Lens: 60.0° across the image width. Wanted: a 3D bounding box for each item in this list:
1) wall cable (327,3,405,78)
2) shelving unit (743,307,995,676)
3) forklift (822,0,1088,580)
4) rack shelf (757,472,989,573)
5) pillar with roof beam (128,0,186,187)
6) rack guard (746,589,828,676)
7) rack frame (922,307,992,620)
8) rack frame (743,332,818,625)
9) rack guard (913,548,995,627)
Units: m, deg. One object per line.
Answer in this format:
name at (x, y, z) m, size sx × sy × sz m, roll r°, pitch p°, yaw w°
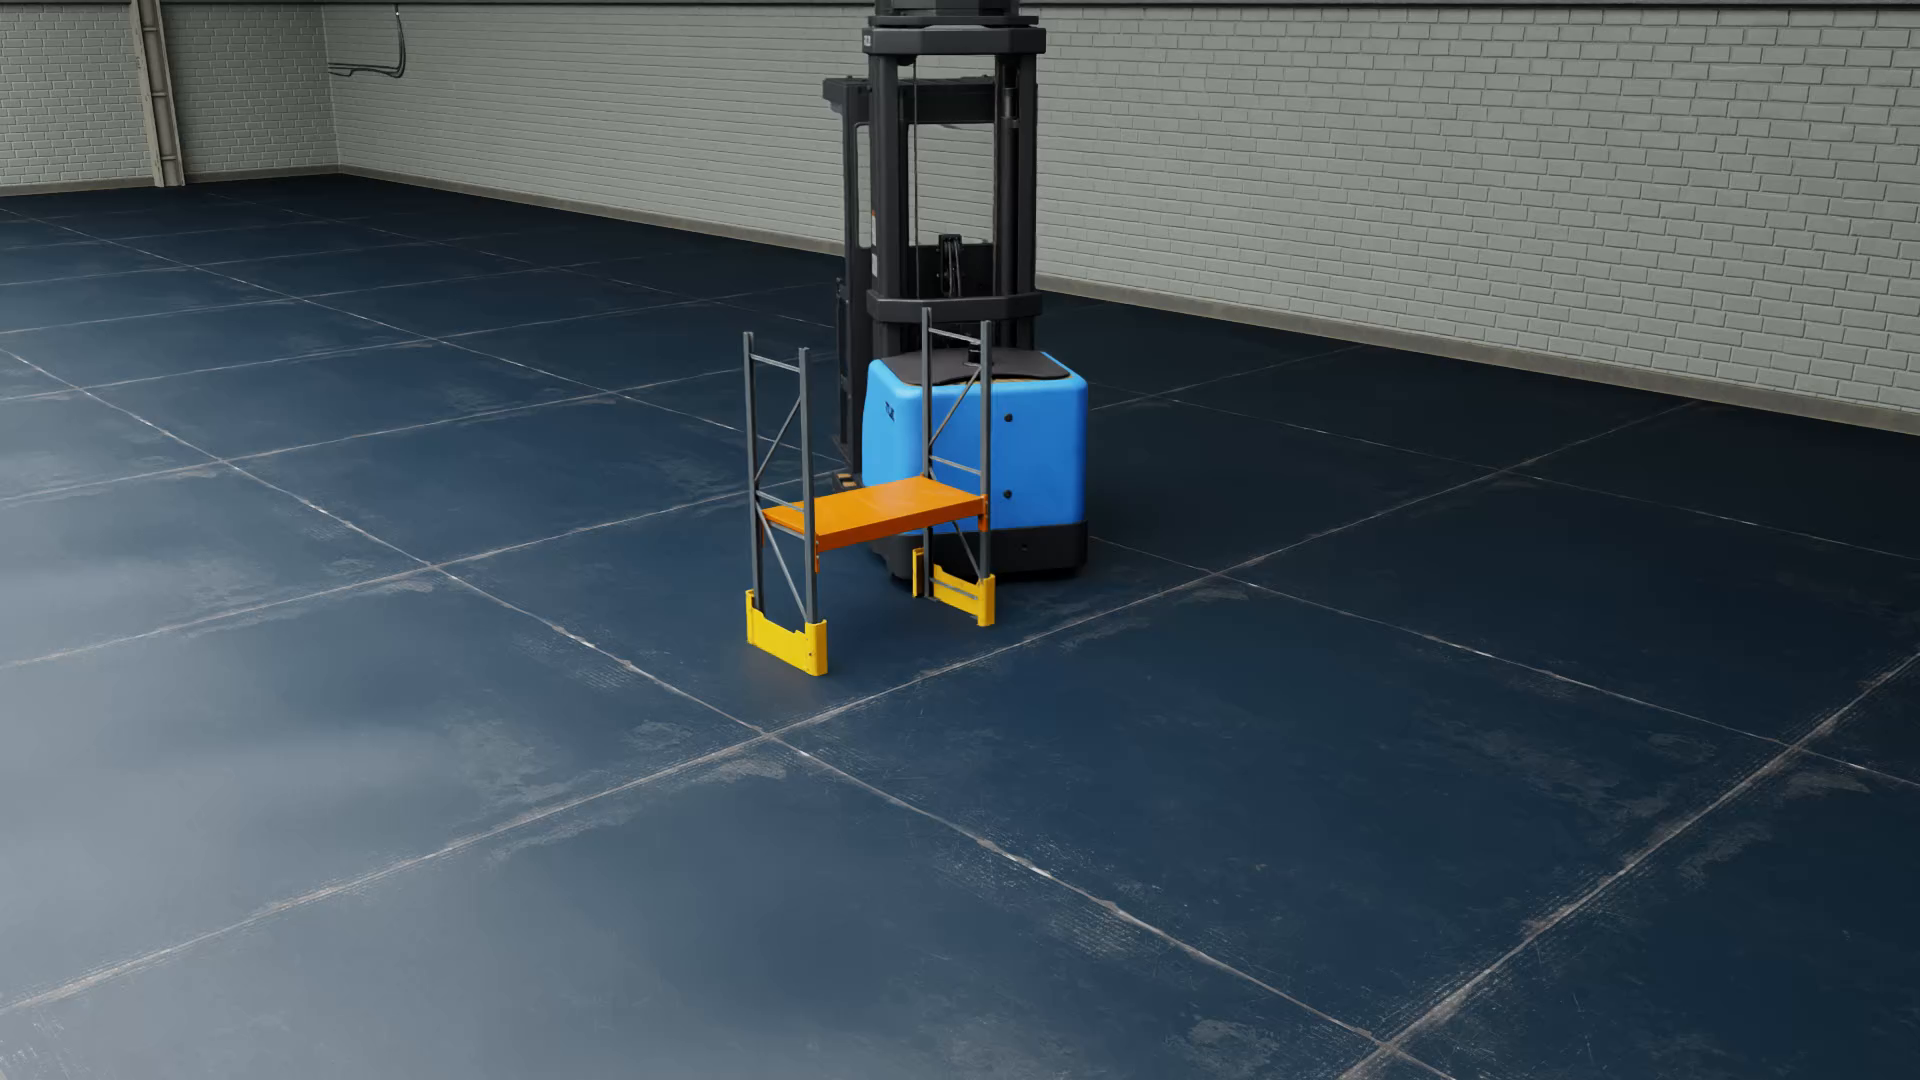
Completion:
wall cable at (-10.106, -9.036, 27.797) m, size 0.112 × 2.526 × 3.097 m, roll -16°, pitch 24°, yaw -41°
shelving unit at (-0.423, -0.265, 7.869) m, size 1.083 × 1.500 × 0.587 m, roll -14°, pitch 23°, yaw -37°
forklift at (-0.170, -1.604, 9.681) m, size 1.130 × 2.935 × 3.031 m, roll -4°, pitch 18°, yaw -13°
rack shelf at (-0.416, -0.095, 7.930) m, size 1.000 × 0.185 × 0.538 m, roll -14°, pitch 23°, yaw -37°
pillar with roof beam at (-10.198, -9.220, 23.331) m, size 0.400 × 9.000 × 9.100 m, roll -16°, pitch 24°, yaw -41°
rack guard at (-0.812, 0.426, 7.766) m, size 0.087 × 0.250 × 0.587 m, roll -14°, pitch 23°, yaw -37°
rack frame at (-0.020, -0.364, 8.177) m, size 0.032 × 1.500 × 0.500 m, roll -14°, pitch 23°, yaw -37°
rack frame at (-0.813, -0.168, 7.572) m, size 0.032 × 1.500 × 0.500 m, roll -14°, pitch 23°, yaw -37°
rack guard at (-0.035, 0.234, 8.358) m, size 0.087 × 0.250 × 0.587 m, roll -14°, pitch 23°, yaw -37°
